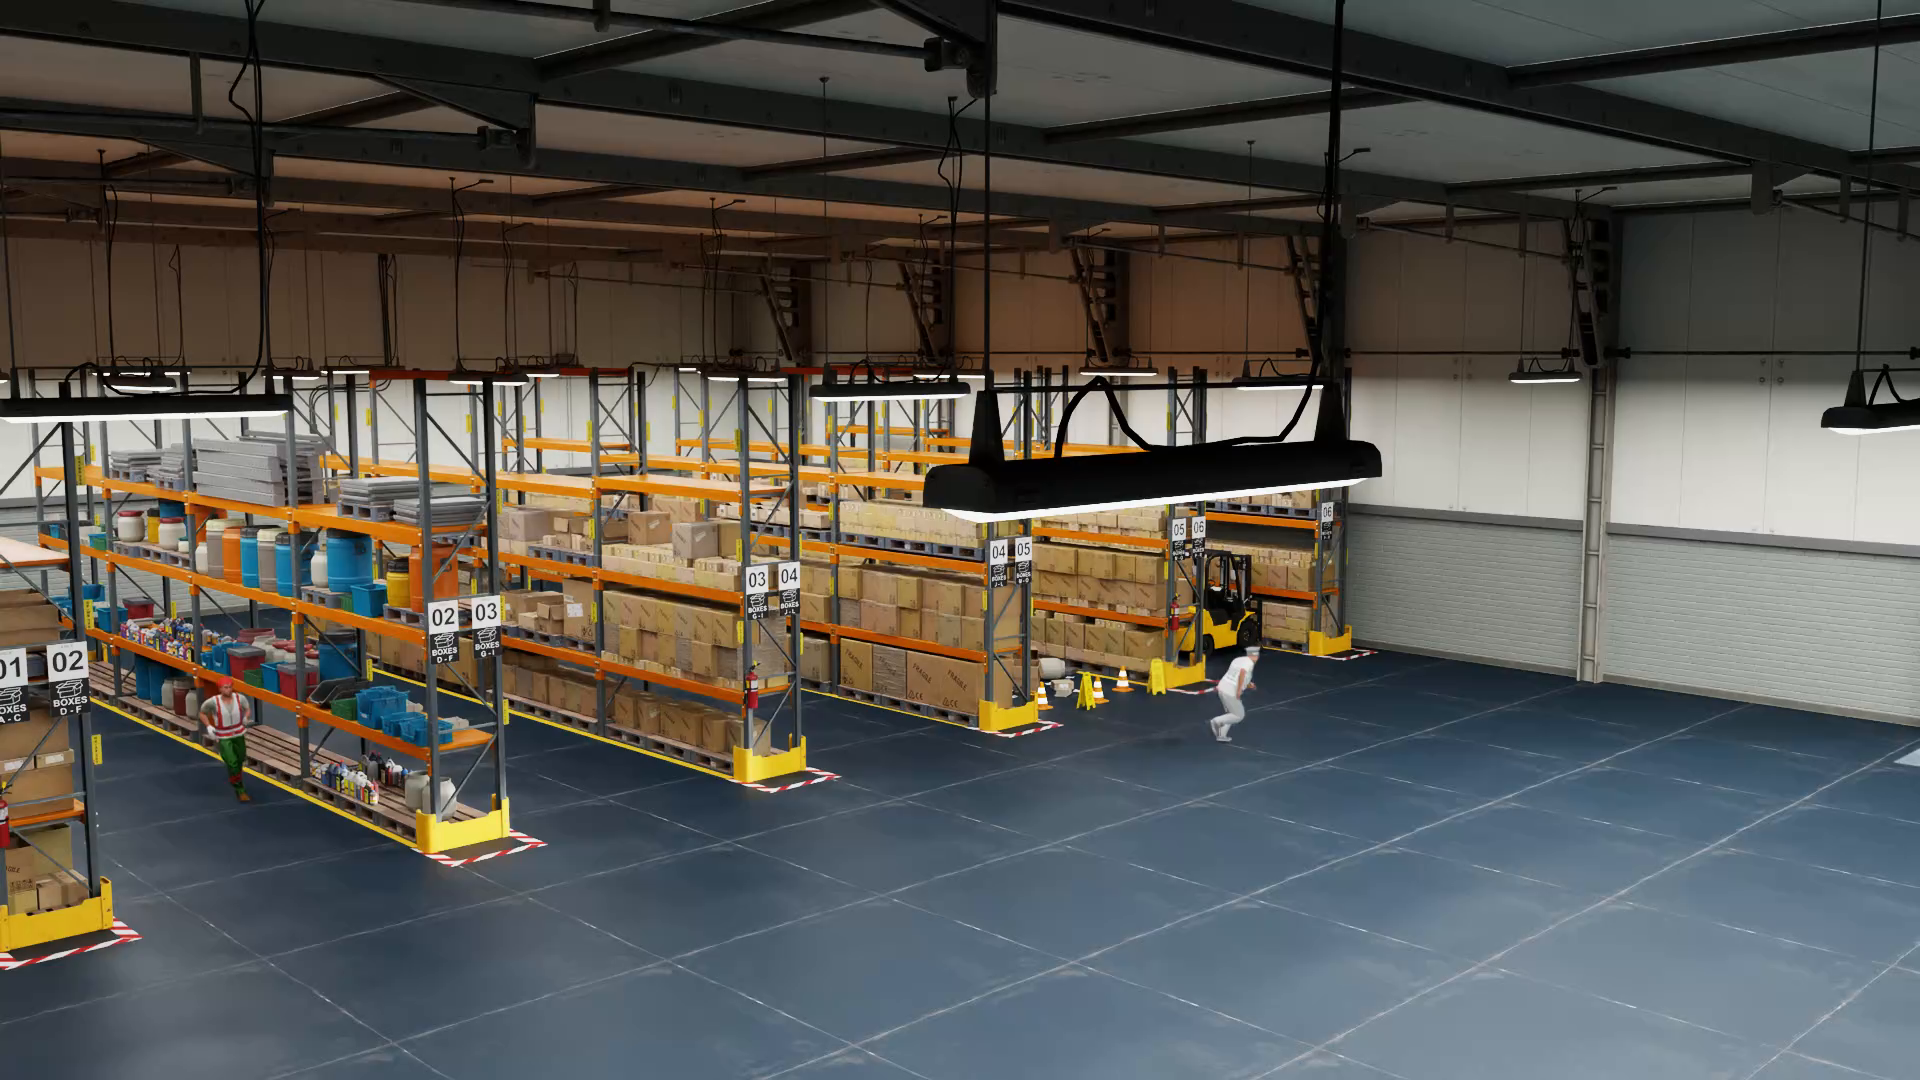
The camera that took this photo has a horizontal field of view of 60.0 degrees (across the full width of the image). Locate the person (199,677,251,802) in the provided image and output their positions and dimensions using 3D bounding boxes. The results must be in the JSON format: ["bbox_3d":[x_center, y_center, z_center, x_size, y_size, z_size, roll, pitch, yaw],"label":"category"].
[{"bbox_3d":[-10.354,2.783,23.535,0.878,1.760,0.653,6,9,44],"label":"person"}]

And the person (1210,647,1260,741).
[{"bbox_3d":[4.477,2.524,27.017,0.861,1.556,0.687,-2,7,-15],"label":"person"}]
